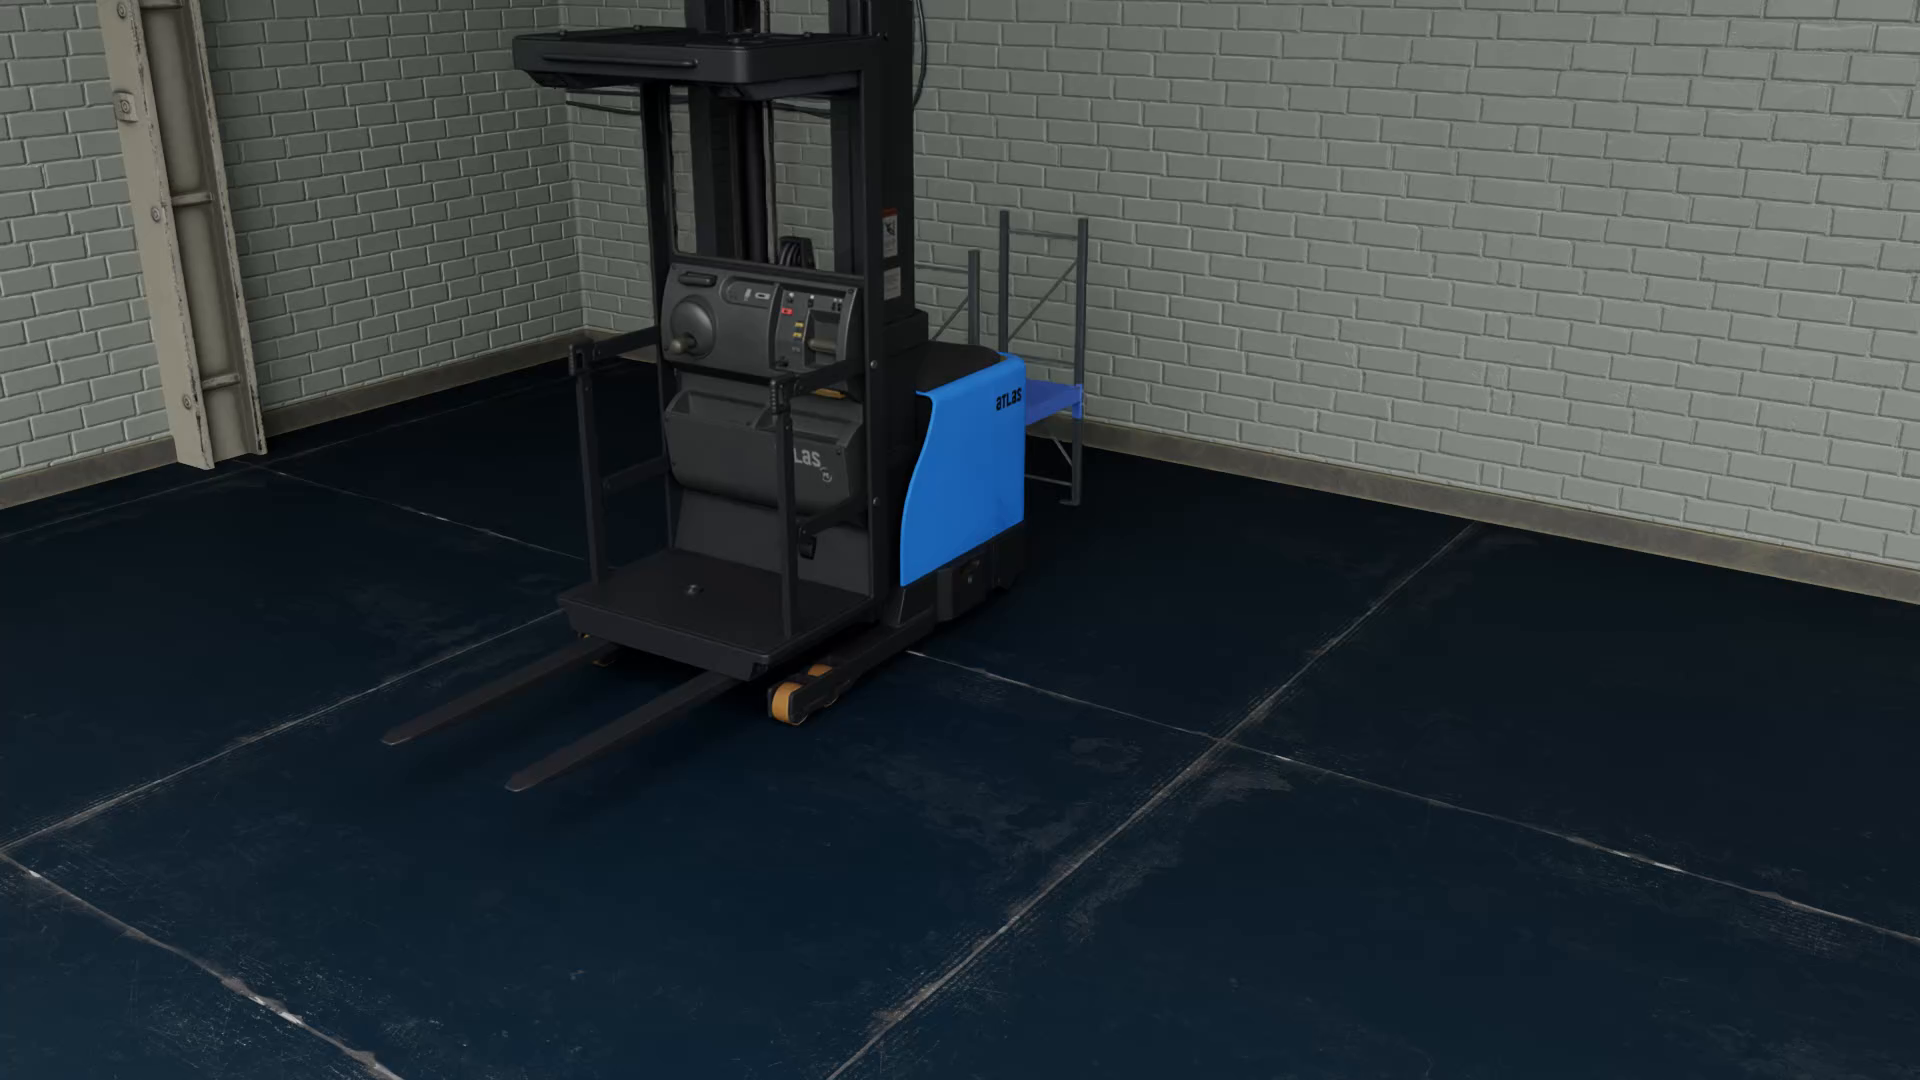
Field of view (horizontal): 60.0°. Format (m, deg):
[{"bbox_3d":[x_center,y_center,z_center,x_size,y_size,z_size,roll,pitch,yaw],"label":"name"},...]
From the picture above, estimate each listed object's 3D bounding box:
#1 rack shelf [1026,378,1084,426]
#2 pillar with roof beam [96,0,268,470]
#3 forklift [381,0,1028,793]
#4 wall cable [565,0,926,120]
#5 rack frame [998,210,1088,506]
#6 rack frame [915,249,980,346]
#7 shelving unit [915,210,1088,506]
[{"bbox_3d":[0.145,-0.618,8.293,0.538,0.185,1.000,13,24,30],"label":"rack shelf"},{"bbox_3d":[-0.683,-3.860,5.730,9.100,9.000,0.400,13,24,32],"label":"pillar with roof beam"},{"bbox_3d":[-0.908,-0.852,6.343,1.130,2.935,3.031,13,24,30],"label":"forklift"},{"bbox_3d":[-1.494,-3.831,10.127,3.097,2.526,0.112,13,24,32],"label":"wall cable"},{"bbox_3d":[0.419,-0.936,8.632,0.500,1.500,0.032,13,24,30],"label":"rack frame"},{"bbox_3d":[-0.129,-0.638,7.829,0.500,1.500,0.032,13,24,30],"label":"rack frame"},{"bbox_3d":[0.145,-0.787,8.231,0.538,1.500,1.048,13,24,30],"label":"shelving unit"}]
